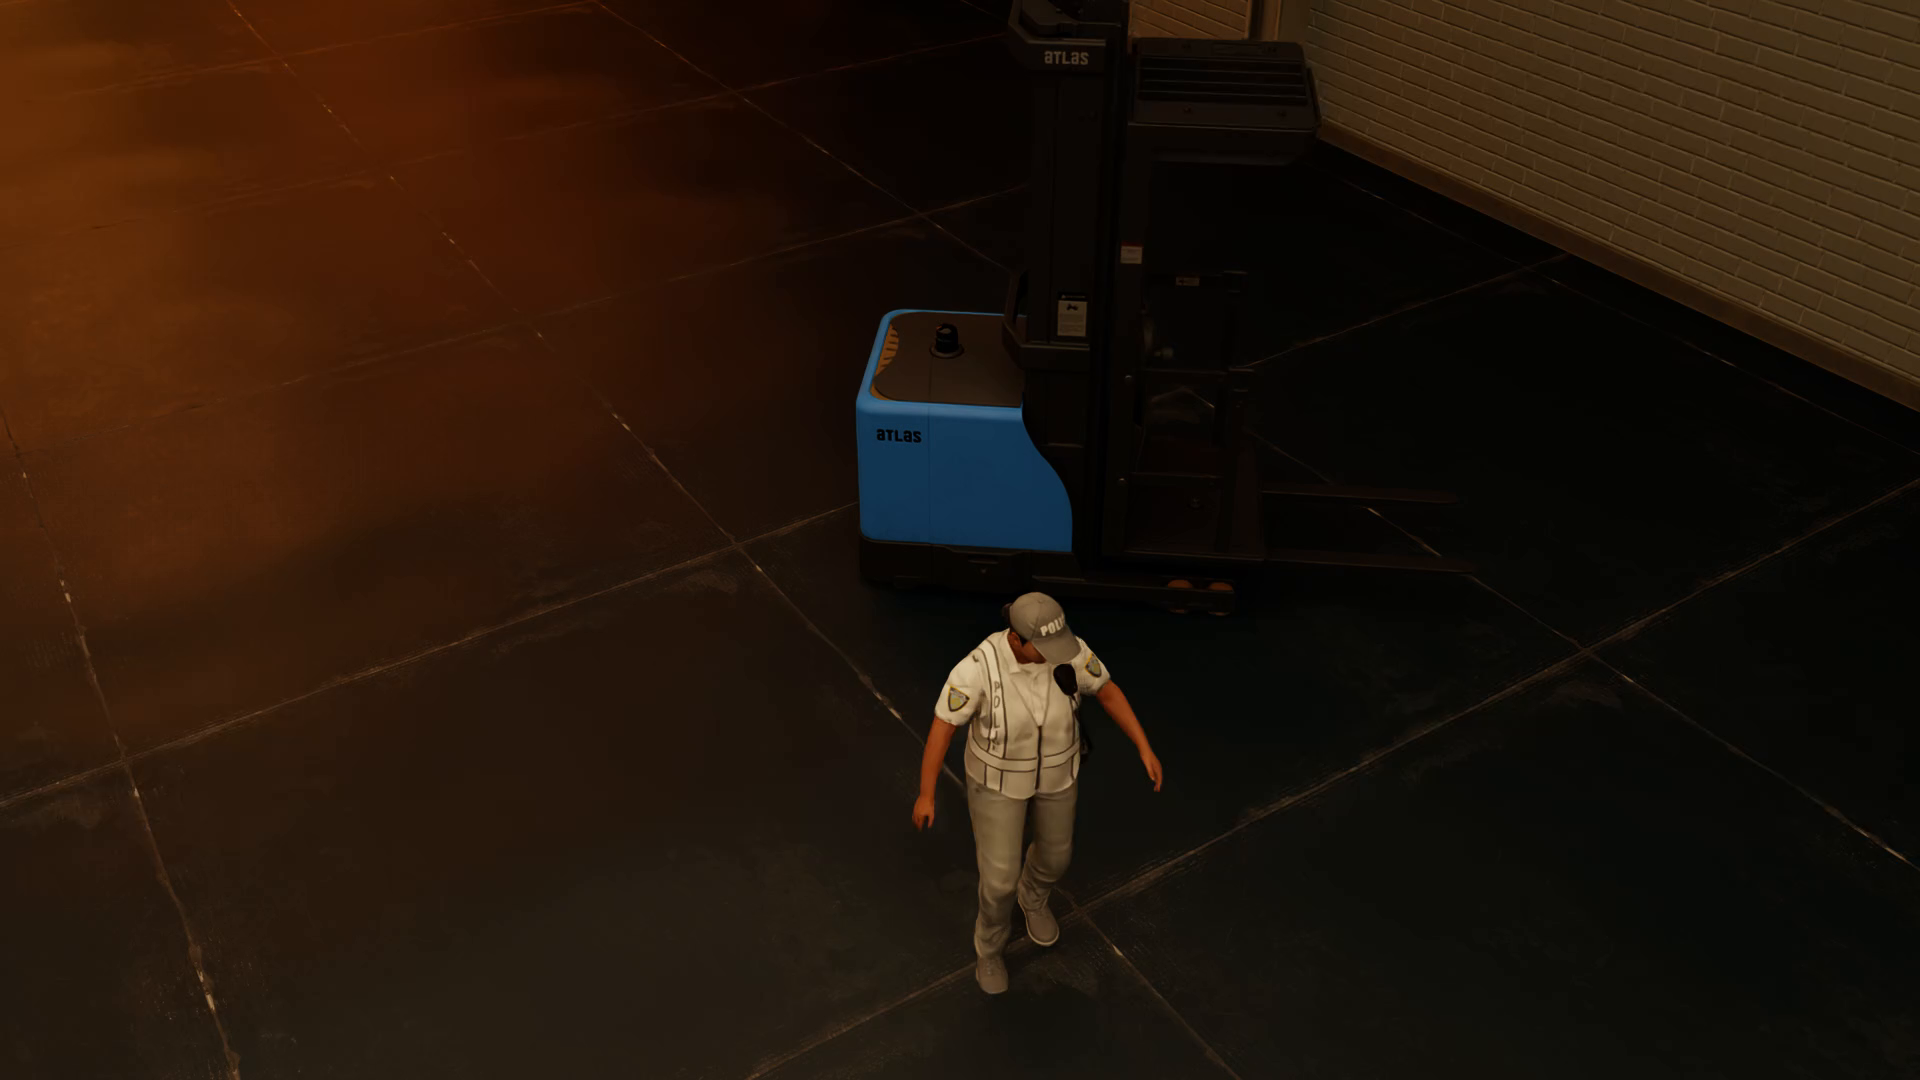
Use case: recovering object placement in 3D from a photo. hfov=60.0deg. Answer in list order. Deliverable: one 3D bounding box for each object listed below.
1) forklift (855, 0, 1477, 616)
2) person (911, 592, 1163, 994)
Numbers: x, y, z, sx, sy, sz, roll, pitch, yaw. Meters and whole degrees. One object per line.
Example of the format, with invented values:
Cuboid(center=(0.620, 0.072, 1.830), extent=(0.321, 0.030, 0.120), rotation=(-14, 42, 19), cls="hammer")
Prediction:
Cuboid(center=(1.046, -1.150, 7.784), extent=(3.031, 2.935, 1.130), rotation=(4, 35, 5), cls="forklift")
Cuboid(center=(0.249, 0.908, 6.034), extent=(0.880, 1.693, 0.517), rotation=(-9, 36, -12), cls="person")
